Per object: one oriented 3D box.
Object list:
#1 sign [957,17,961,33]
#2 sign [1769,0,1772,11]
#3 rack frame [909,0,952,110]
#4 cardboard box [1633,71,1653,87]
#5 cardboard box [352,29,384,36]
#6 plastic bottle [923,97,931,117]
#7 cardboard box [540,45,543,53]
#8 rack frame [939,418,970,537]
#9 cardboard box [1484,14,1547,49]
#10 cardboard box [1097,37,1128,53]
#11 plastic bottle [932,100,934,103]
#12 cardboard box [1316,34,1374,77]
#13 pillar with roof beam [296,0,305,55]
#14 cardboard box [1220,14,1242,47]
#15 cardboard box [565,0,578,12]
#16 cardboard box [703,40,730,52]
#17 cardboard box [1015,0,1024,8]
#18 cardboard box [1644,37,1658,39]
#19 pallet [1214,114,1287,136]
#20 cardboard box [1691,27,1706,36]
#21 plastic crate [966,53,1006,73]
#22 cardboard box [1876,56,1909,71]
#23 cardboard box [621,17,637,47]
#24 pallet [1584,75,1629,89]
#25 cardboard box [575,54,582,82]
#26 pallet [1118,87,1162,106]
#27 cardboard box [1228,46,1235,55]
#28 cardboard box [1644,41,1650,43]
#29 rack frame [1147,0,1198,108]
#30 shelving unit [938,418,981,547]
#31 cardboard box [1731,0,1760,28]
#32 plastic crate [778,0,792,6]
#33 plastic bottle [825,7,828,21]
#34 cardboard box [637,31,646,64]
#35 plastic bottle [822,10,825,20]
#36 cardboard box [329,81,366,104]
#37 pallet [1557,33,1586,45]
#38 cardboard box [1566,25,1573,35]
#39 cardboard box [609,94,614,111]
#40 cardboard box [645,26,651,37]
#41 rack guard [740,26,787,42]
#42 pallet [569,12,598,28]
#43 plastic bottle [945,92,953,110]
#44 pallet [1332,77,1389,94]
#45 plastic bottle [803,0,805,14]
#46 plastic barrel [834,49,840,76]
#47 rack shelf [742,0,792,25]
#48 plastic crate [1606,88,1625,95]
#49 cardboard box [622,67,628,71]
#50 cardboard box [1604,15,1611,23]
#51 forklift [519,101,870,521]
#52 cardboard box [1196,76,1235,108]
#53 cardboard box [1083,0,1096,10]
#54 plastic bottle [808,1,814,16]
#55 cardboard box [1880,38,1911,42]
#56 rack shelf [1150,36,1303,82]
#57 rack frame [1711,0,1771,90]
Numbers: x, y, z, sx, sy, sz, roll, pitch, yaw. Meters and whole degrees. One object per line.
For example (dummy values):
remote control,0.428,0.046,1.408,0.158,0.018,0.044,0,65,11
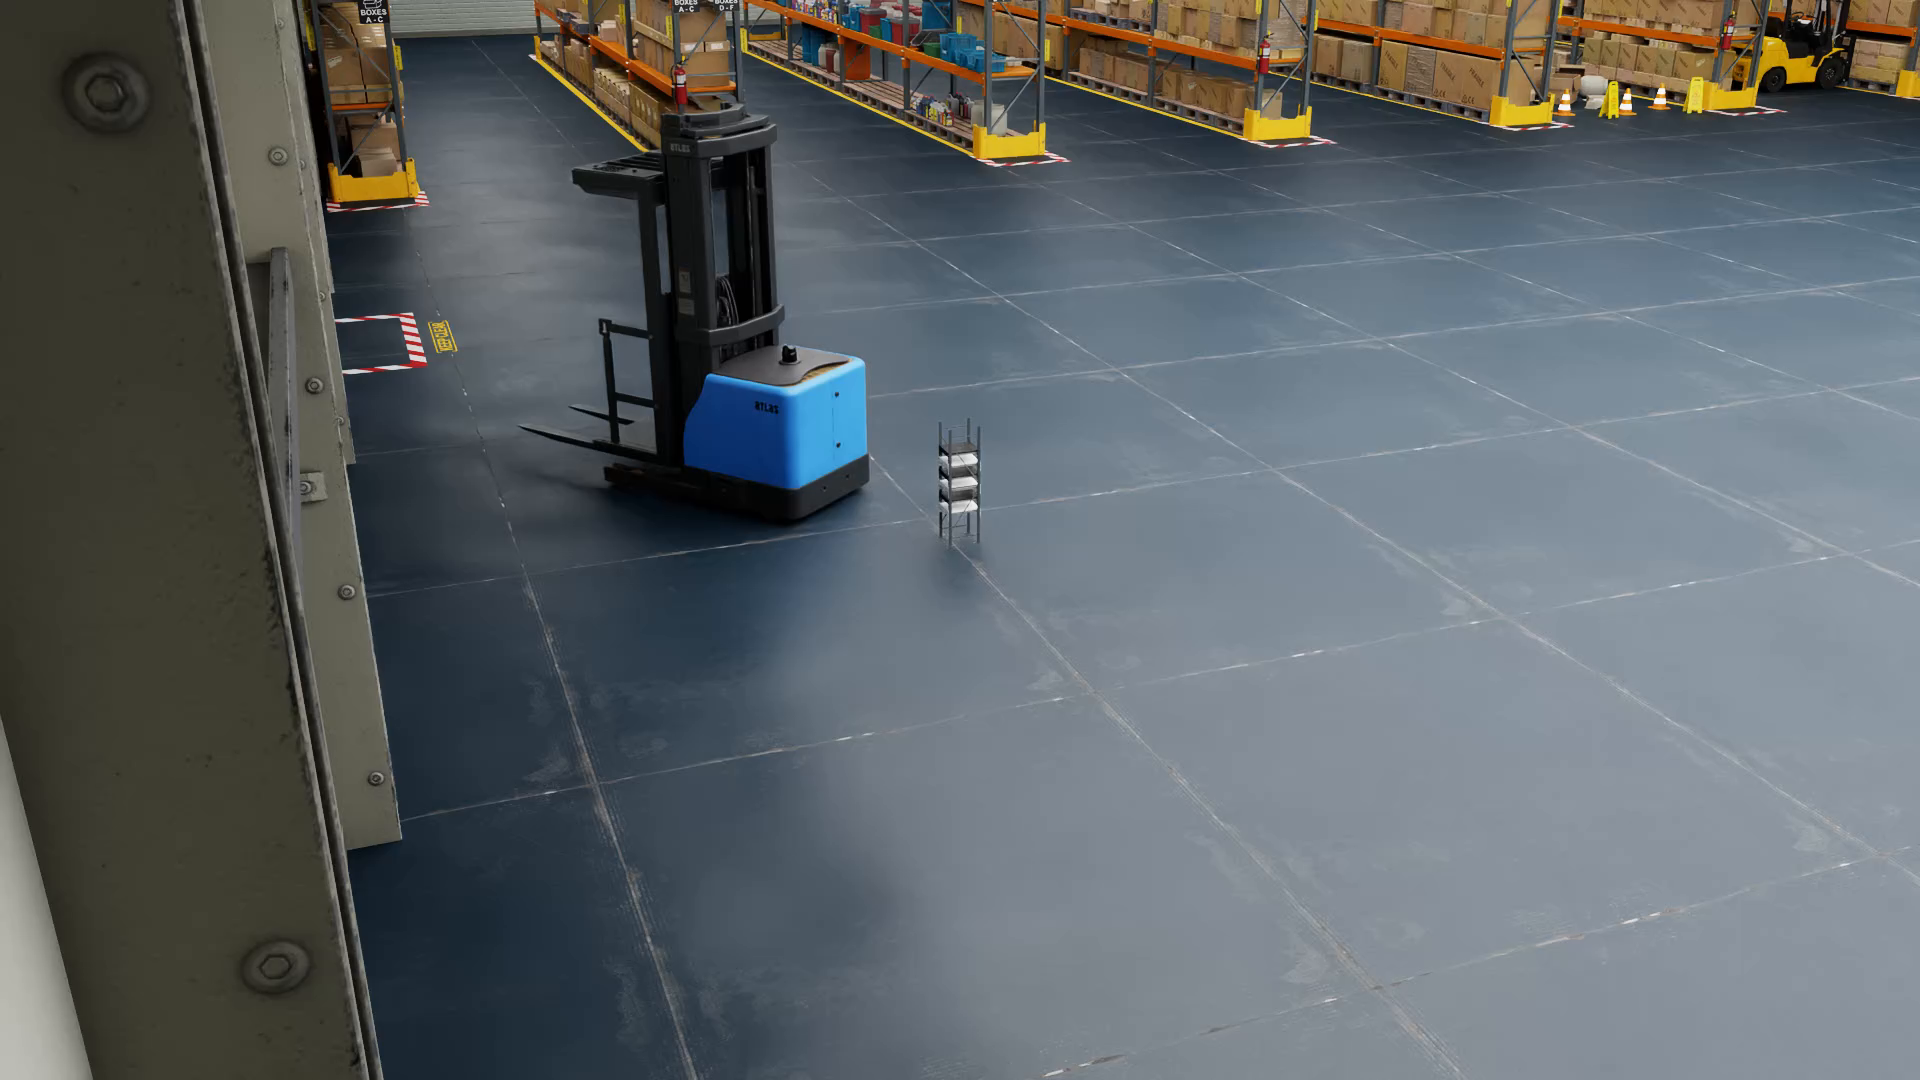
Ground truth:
sign,-0.022,-9.303,30.103,0.100,0.325,0.005,-8,24,-19
sign,15.284,-10.163,31.386,0.100,0.325,0.005,-8,24,-19
rack frame,-0.538,-9.104,29.989,0.949,2.616,0.053,-8,24,-19
cardboard box,13.874,-9.252,33.338,0.500,0.250,0.500,-9,25,-21
cardboard box,-9.003,-7.536,25.469,0.500,0.500,0.500,-9,24,-21
plastic bottle,-0.577,-7.667,29.423,0.144,0.351,0.185,-9,25,-21
cardboard box,-9.501,-11.393,38.500,0.380,0.166,0.250,-8,24,-19
rack frame,-0.039,-0.455,12.170,0.240,0.900,0.006,-8,24,-19
cardboard box,10.008,-9.171,29.955,0.875,0.550,0.550,-8,24,-19
cardboard box,3.141,-10.202,34.281,0.500,0.250,0.500,-6,23,-13
plastic bottle,-0.480,-7.663,29.515,0.097,0.271,0.097,0,23,0
cardboard box,8.128,-10.148,34.821,1.050,0.750,0.750,-8,24,-19
pillar with roof beam,-11.784,-16.322,39.390,9.100,9.000,0.400,-8,24,-19
cardboard box,5.048,-8.882,28.949,0.875,0.500,0.500,-8,24,-19
cardboard box,-7.742,-11.128,34.120,0.700,0.500,0.500,-5,23,-11
cardboard box,-3.700,-7.489,25.193,0.380,0.149,0.250,-9,24,-19
cardboard box,1.550,-12.170,37.134,0.500,0.500,0.500,-9,24,-20
cardboard box,16.801,-12.150,39.731,0.875,0.625,0.625,-8,24,-17
pallet,5.225,-7.373,29.470,1.003,0.211,1.213,-8,24,-19
cardboard box,14.251,-9.757,31.861,0.380,0.149,0.250,-9,24,-20
plastic crate,0.415,-7.723,26.902,0.499,0.251,0.616,-8,24,-19
cardboard box,18.955,-9.663,33.670,0.500,0.250,0.500,-9,24,-20
cardboard box,-5.795,-9.126,29.912,0.500,0.500,0.500,-8,24,-19
pallet,13.634,-9.619,34.800,1.003,0.211,1.213,-8,24,-19
cardboard box,-7.513,-9.615,33.853,0.500,0.500,0.500,-9,25,-21
pallet,3.816,-8.781,32.812,1.003,0.211,1.213,-8,24,-19
cardboard box,4.914,-8.557,29.014,0.380,0.149,0.250,-8,24,-19
cardboard box,14.187,-9.867,33.833,0.500,0.500,0.500,-7,24,-16
rack frame,4.093,-9.783,31.600,1.000,3.000,0.127,-8,24,-19
shelving unit,-0.003,-0.418,12.082,0.258,0.900,0.210,-8,24,-19
cardboard box,14.869,-10.083,31.799,0.500,0.500,0.500,-9,24,-20
plastic crate,-3.851,-12.154,37.167,0.392,0.384,0.575,-8,24,-19
plastic bottle,-2.739,-10.856,34.311,0.097,0.271,0.097,0,23,0
cardboard box,-5.013,-8.311,27.978,0.700,0.500,0.500,-9,24,-20
plastic bottle,-2.807,-10.895,34.492,0.097,0.201,0.097,0,23,0
cardboard box,-8.743,-6.374,23.679,0.500,0.250,0.500,-8,24,-18
pallet,15.937,-12.713,42.141,1.003,0.211,1.213,-8,24,-19
cardboard box,15.687,-13.004,41.919,0.500,0.500,0.500,-9,25,-21
cardboard box,-6.130,-8.018,30.410,0.500,0.250,0.500,-8,24,-18
cardboard box,-4.900,-8.275,27.058,0.380,0.149,0.250,-9,25,-21
rack guard,-4.801,-12.319,40.834,1.175,0.500,0.348,-8,24,-19
pallet,-7.281,-10.496,33.539,1.003,0.211,1.213,-8,24,-19
plastic bottle,-0.179,-7.872,29.908,0.144,0.351,0.185,-8,24,-19
pallet,8.426,-9.412,34.310,1.003,0.211,1.213,-8,24,-19
plastic bottle,-3.323,-11.442,35.686,0.061,0.283,0.133,-8,24,-19
plastic barrel,-2.426,-9.973,34.711,0.421,0.512,0.421,0,23,0
rack shelf,-4.073,-12.406,38.748,1.077,0.370,4.000,-8,24,-19
plastic crate,13.151,-9.115,33.772,0.402,0.080,0.583,-18,29,-37
cardboard box,-6.174,-8.907,31.799,0.500,0.311,0.500,-8,24,-18
cardboard box,13.435,-10.692,34.079,0.380,0.149,0.250,-8,24,-19
forklift,-2.241,-1.904,12.993,3.031,2.935,1.130,13,26,29
cardboard box,4.699,-8.252,30.645,0.500,0.500,0.500,-11,25,-24
cardboard box,2.908,-11.286,34.495,0.500,0.500,0.500,-12,25,-25
plastic bottle,-3.151,-11.312,35.387,0.152,0.276,0.135,-8,24,-19
cardboard box,19.247,-10.141,34.160,0.500,0.250,0.500,-8,24,-19
rack shelf,4.799,-8.725,30.015,1.077,0.370,4.000,-8,24,-19
rack frame,14.777,-9.690,31.377,1.000,3.000,0.127,-8,24,-19
